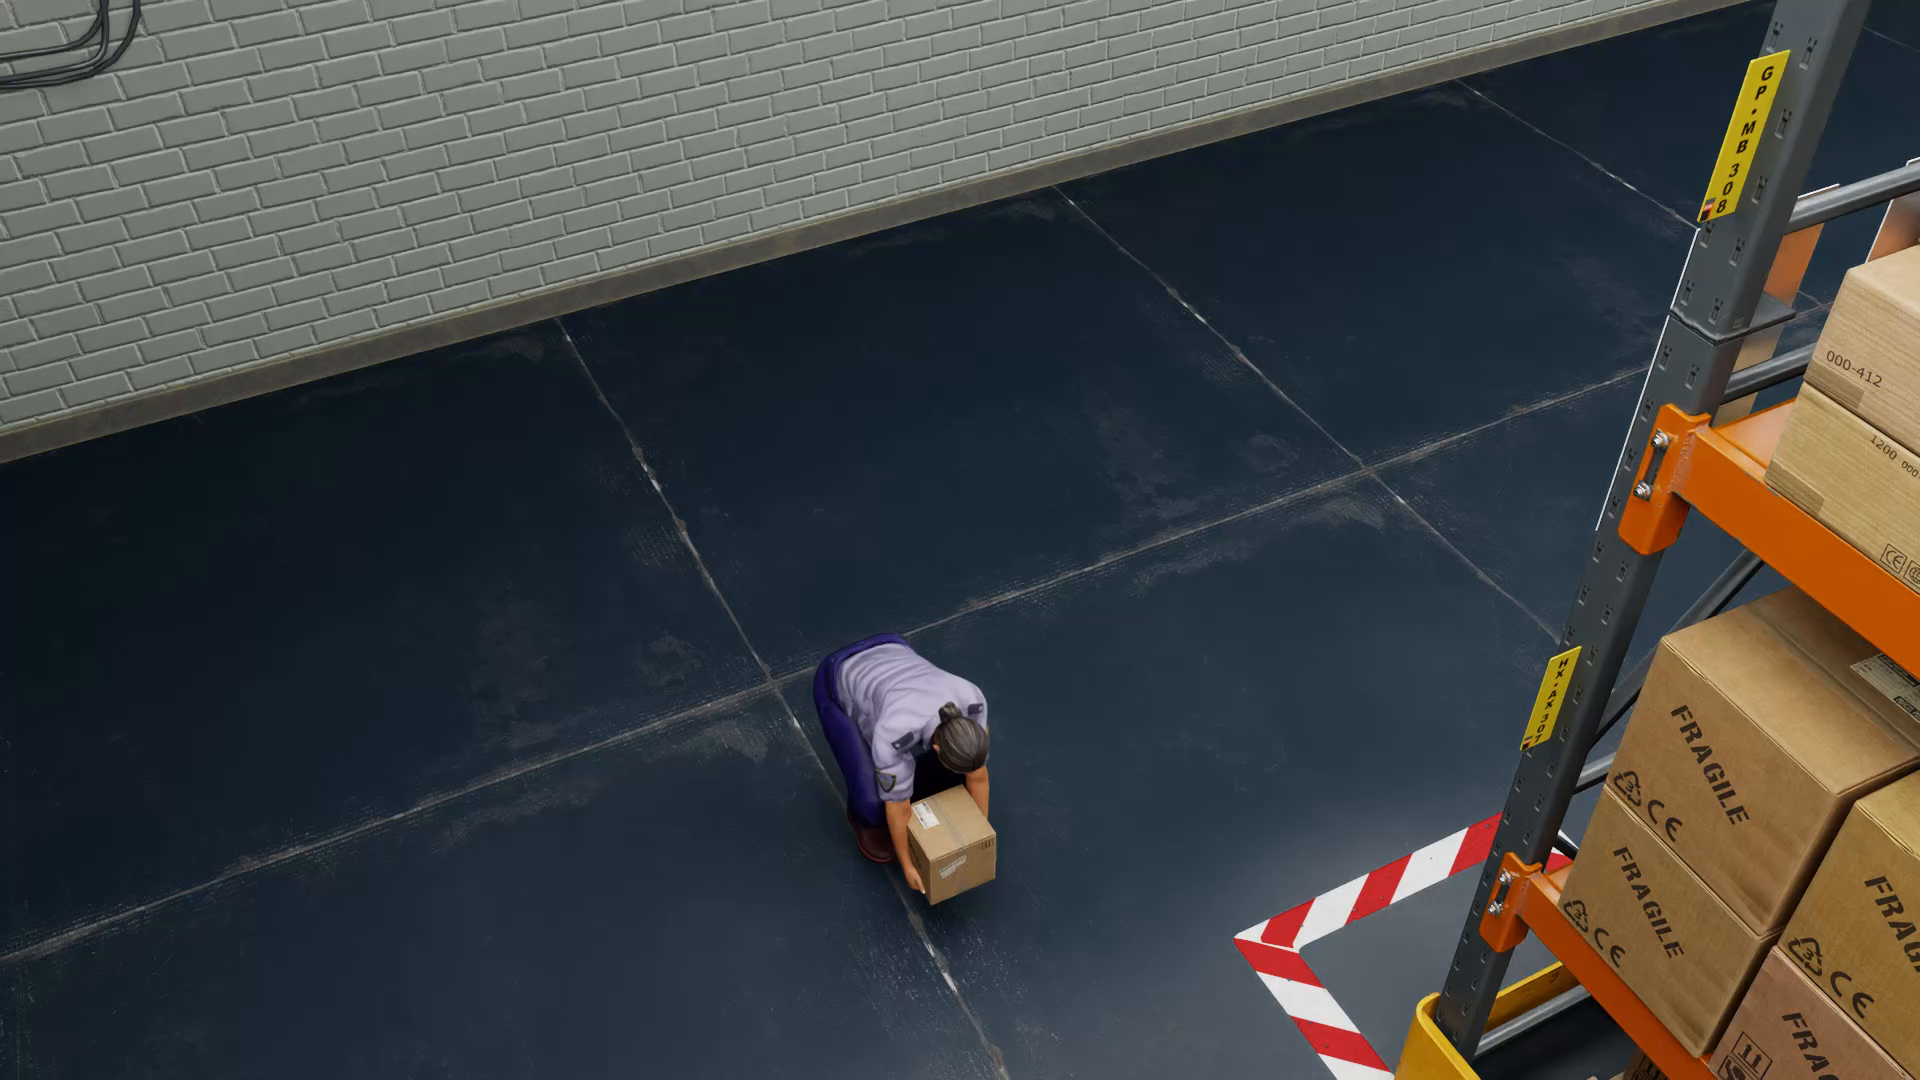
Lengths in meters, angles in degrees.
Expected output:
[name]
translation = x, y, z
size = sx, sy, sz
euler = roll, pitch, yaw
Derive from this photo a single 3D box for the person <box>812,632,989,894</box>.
[person]
translation = -0.171, 0.752, 5.857
size = 0.514, 0.945, 0.866
euler = -21, 45, -22
